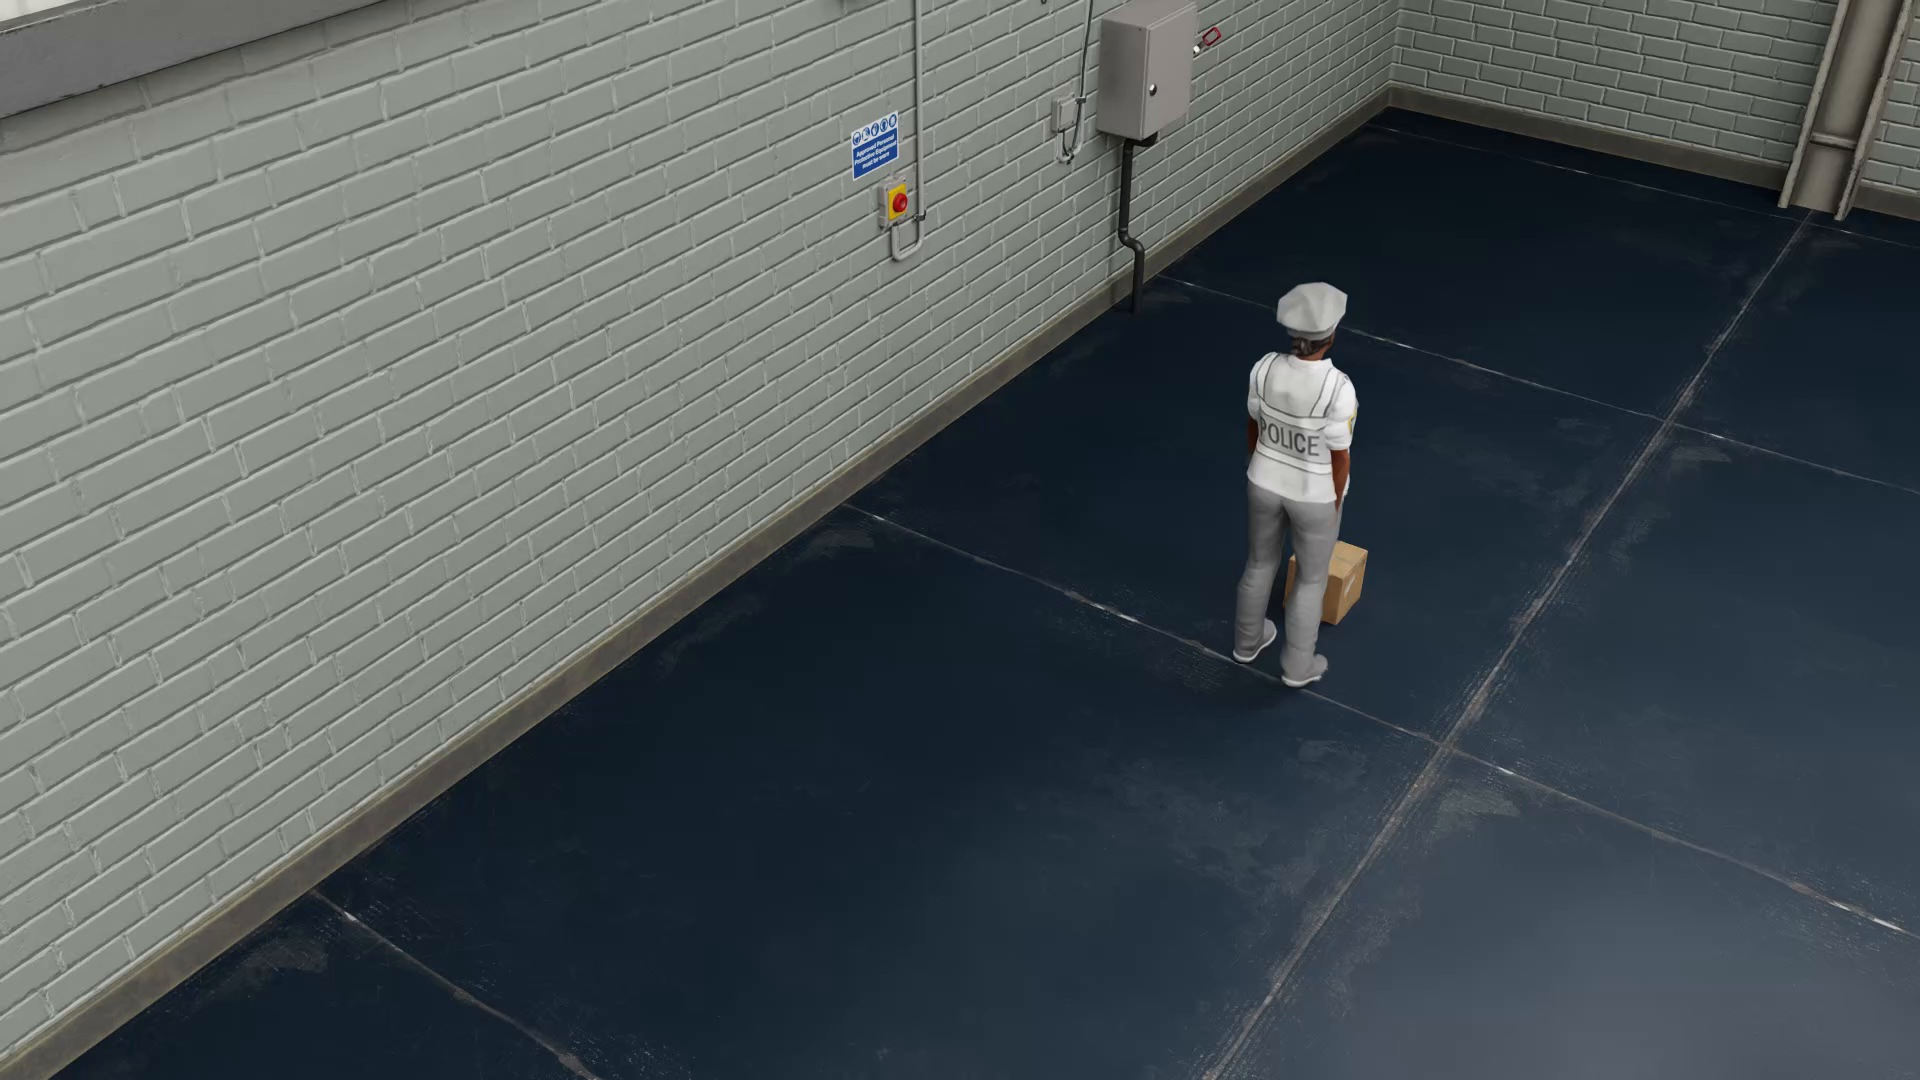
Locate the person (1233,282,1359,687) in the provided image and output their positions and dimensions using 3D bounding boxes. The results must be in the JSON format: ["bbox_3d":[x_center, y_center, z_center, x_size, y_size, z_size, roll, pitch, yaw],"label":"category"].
[{"bbox_3d":[1.292,-0.189,6.425,0.452,1.716,0.351,23,41,29],"label":"person"}]
